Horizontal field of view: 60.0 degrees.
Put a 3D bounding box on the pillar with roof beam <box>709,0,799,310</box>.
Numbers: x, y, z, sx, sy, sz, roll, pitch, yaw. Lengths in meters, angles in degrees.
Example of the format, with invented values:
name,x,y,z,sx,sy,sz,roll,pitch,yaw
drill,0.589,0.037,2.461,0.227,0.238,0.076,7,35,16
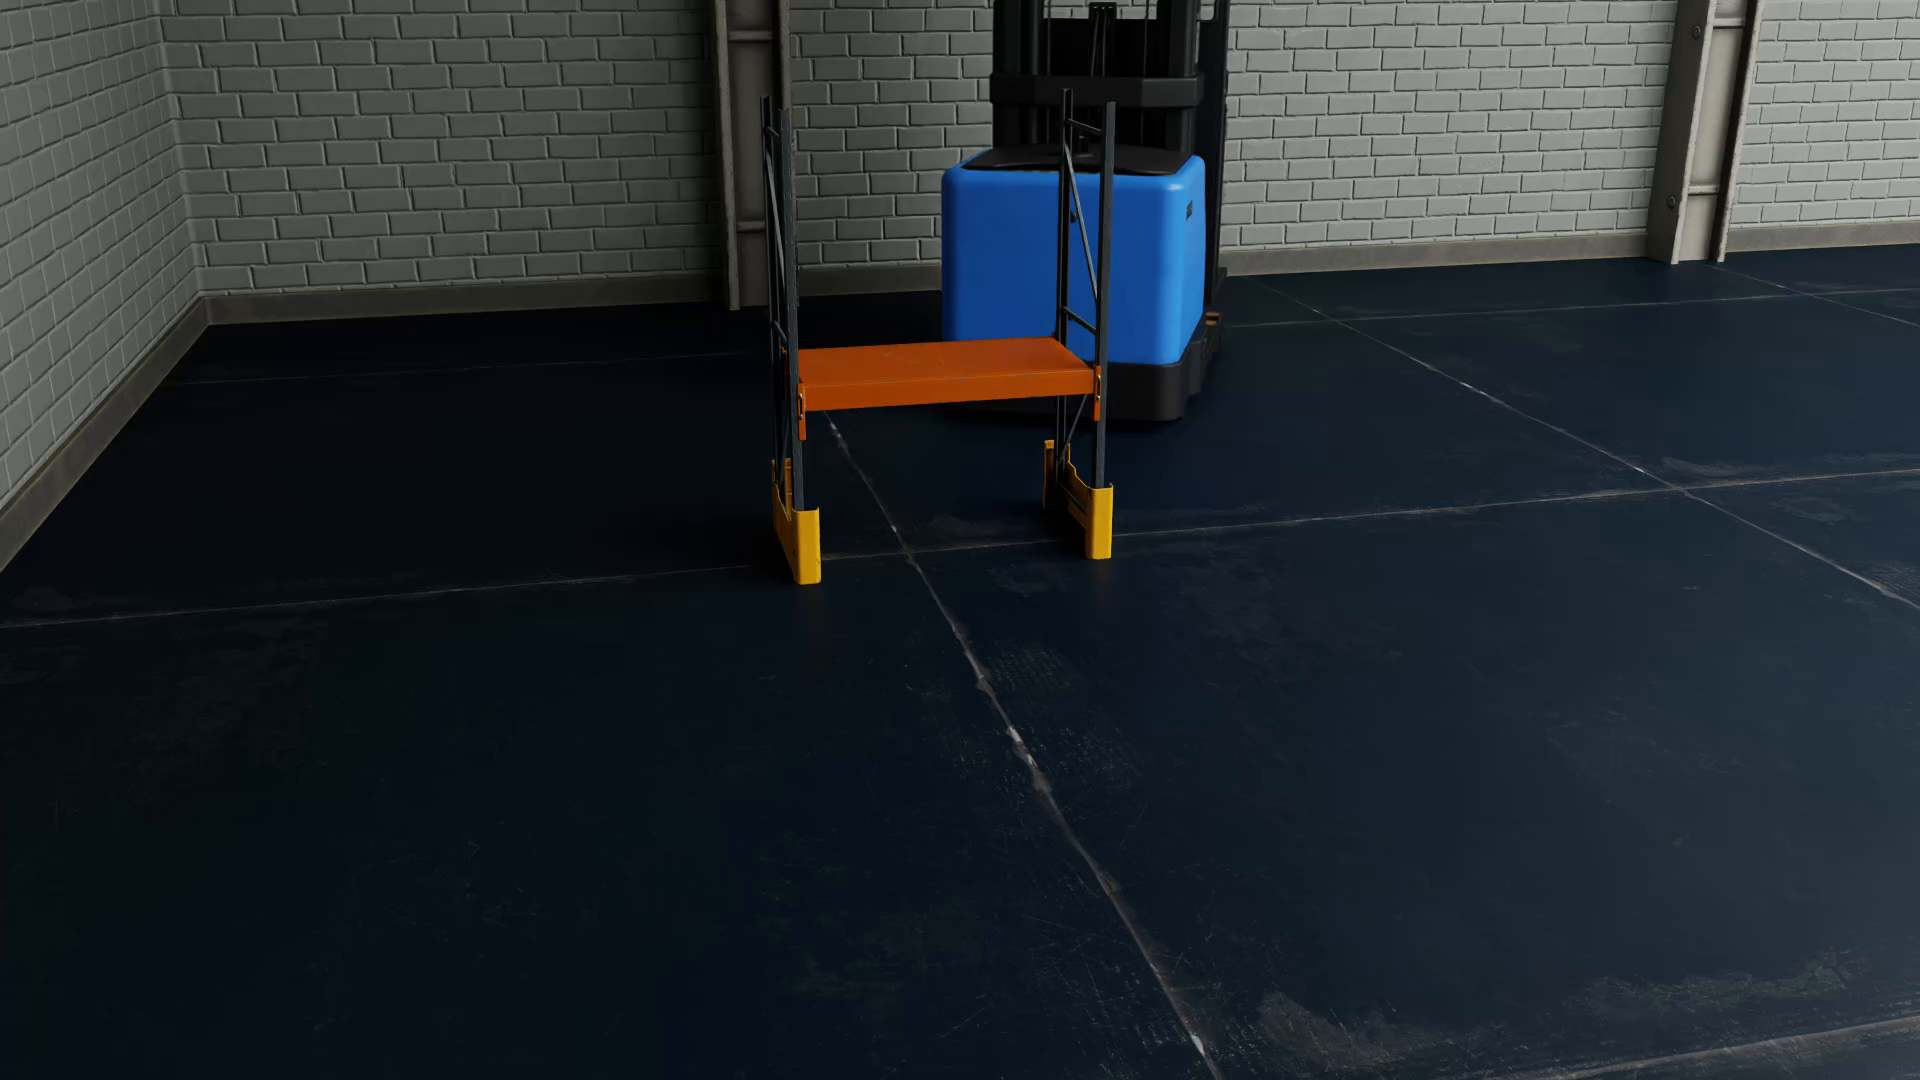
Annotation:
name,x,y,z,sx,sy,sz,roll,pitch,yaw
pillar with roof beam,-0.147,-4.141,4.037,0.400,9.000,9.100,-5,21,-12

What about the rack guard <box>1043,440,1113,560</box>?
name,x,y,z,sx,sy,sz,roll,pitch,yaw
rack guard,0.410,-0.151,5.863,0.087,0.250,0.587,-5,21,-12

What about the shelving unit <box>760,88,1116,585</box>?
name,x,y,z,sx,sy,sz,roll,pitch,yaw
shelving unit,-0.074,-0.698,5.540,1.083,1.500,0.587,-5,21,-12

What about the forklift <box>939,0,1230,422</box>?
name,x,y,z,sx,sy,sz,roll,pitch,yaw
forklift,0.752,-2.345,7.954,1.130,2.935,3.031,5,21,13

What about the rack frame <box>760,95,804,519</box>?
name,x,y,z,sx,sy,sz,roll,pitch,yaw
rack frame,-0.578,-0.657,5.428,0.032,1.500,0.500,-5,21,-12

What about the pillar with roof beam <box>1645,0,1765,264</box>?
name,x,y,z,sx,sy,sz,roll,pitch,yaw
pillar with roof beam,5.692,-4.616,5.334,0.400,9.000,9.100,-5,21,-12

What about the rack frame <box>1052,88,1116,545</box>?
name,x,y,z,sx,sy,sz,roll,pitch,yaw
rack frame,0.412,-0.738,5.648,0.032,1.500,0.500,-5,21,-12

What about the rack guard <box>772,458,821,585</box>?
name,x,y,z,sx,sy,sz,roll,pitch,yaw
rack guard,-0.559,-0.072,5.648,0.087,0.250,0.587,-5,21,-12

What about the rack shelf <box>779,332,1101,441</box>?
name,x,y,z,sx,sy,sz,roll,pitch,yaw
rack shelf,-0.083,-0.529,5.600,1.000,0.185,0.538,-5,21,-12
